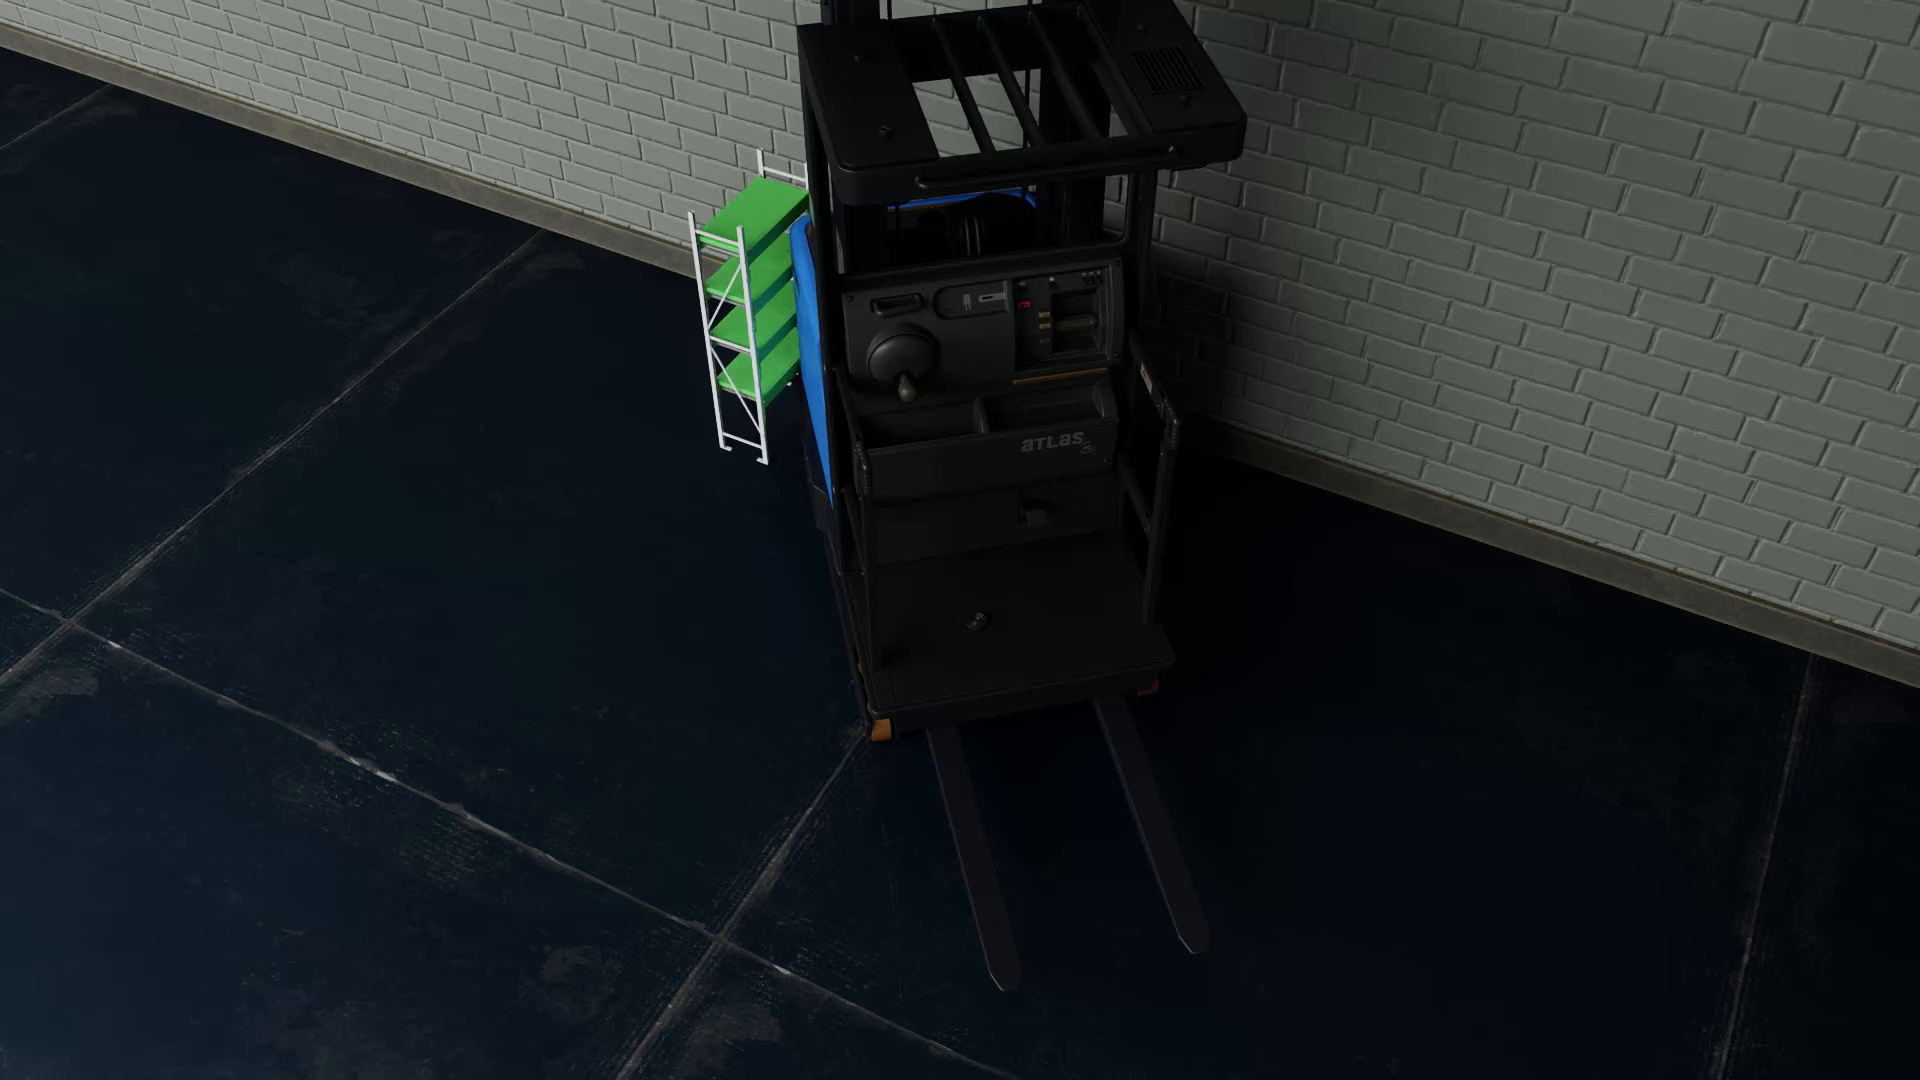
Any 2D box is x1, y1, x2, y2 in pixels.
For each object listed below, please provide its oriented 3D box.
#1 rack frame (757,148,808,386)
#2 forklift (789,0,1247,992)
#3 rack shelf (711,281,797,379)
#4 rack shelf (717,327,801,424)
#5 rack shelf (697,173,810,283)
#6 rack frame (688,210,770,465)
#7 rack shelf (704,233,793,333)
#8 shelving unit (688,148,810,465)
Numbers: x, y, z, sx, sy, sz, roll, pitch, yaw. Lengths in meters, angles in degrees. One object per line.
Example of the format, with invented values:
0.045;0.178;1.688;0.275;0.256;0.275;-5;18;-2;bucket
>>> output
-0.696;-1.094;6.987;0.240;1.200;0.015;20;49;19;rack frame
0.132;-0.598;5.280;1.130;2.935;3.031;-9;46;-9;forklift
-0.808;-0.895;6.880;0.258;0.148;0.480;20;49;19;rack shelf
-0.808;-0.726;7.051;0.258;0.148;0.480;20;49;19;rack shelf
-0.808;-1.232;6.539;0.258;0.148;0.480;20;49;19;rack shelf
-0.920;-0.785;6.683;0.240;1.200;0.015;20;49;19;rack frame
-0.808;-1.063;6.710;0.258;0.148;0.480;20;49;19;rack shelf
-0.808;-0.939;6.835;0.258;1.200;0.503;20;49;19;shelving unit
